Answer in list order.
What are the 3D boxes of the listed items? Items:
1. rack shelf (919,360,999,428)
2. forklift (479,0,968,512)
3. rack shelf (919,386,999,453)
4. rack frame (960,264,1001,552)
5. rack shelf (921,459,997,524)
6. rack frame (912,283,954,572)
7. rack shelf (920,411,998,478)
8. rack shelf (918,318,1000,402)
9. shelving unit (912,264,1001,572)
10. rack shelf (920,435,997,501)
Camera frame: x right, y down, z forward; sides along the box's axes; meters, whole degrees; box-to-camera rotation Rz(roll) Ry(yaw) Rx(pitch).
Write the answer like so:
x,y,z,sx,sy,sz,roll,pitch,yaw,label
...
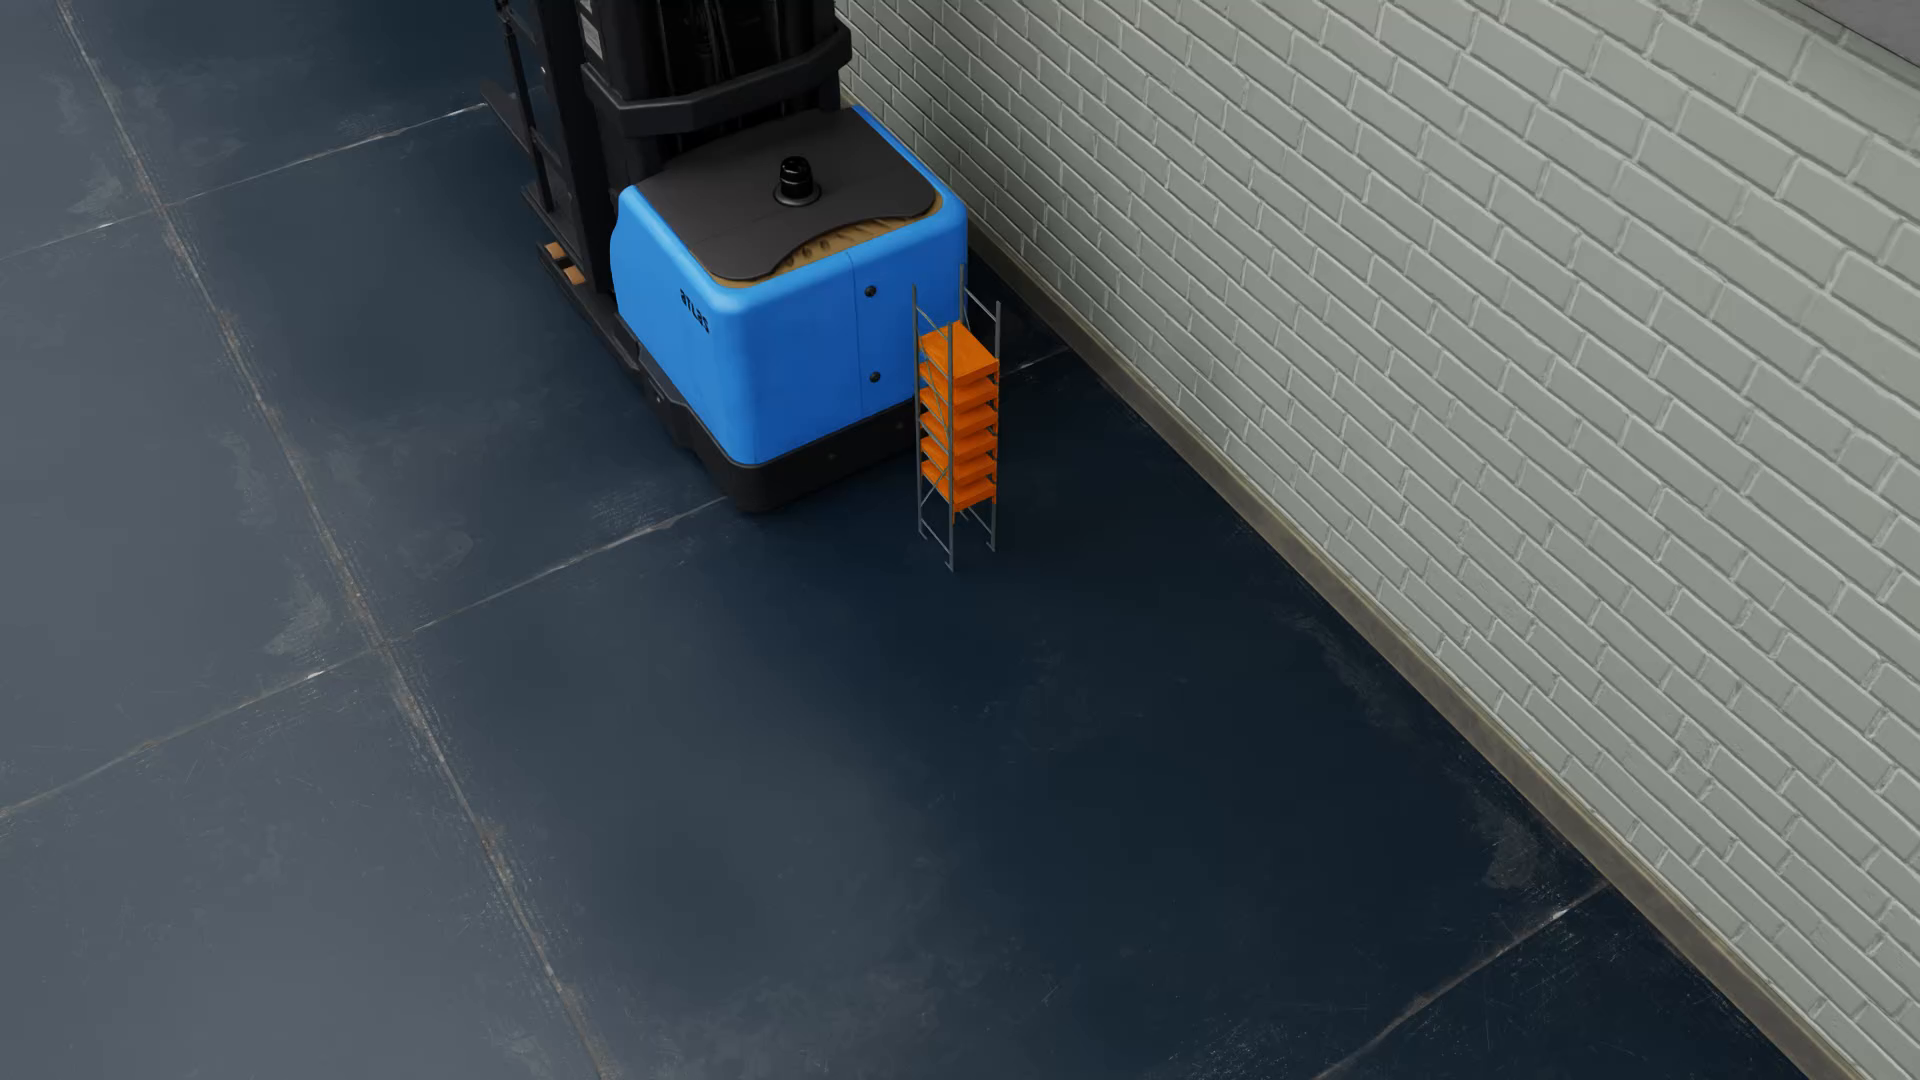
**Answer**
x,y,z,sx,sy,sz,roll,pitch,yaw,label
-0.012,-0.523,5.651,0.180,0.103,0.258,-25,53,-21,rack shelf
-1.176,-2.164,6.214,1.130,2.935,3.031,-26,53,-21,forklift
-0.012,-0.444,5.740,0.180,0.103,0.258,-25,53,-21,rack shelf
0.065,-0.430,5.829,0.006,1.200,0.240,-25,53,-21,rack frame
-0.012,-0.204,6.009,0.180,0.103,0.258,-25,53,-21,rack shelf
-0.090,-0.357,5.764,0.006,1.200,0.240,-25,53,-21,rack frame
-0.012,-0.364,5.830,0.180,0.103,0.258,-25,53,-21,rack shelf
-0.012,-0.603,5.561,0.180,0.103,0.258,-25,53,-21,rack shelf
-0.012,-0.393,5.797,0.189,1.200,0.258,-25,53,-21,shelving unit
-0.012,-0.284,5.920,0.180,0.103,0.258,-25,53,-21,rack shelf
